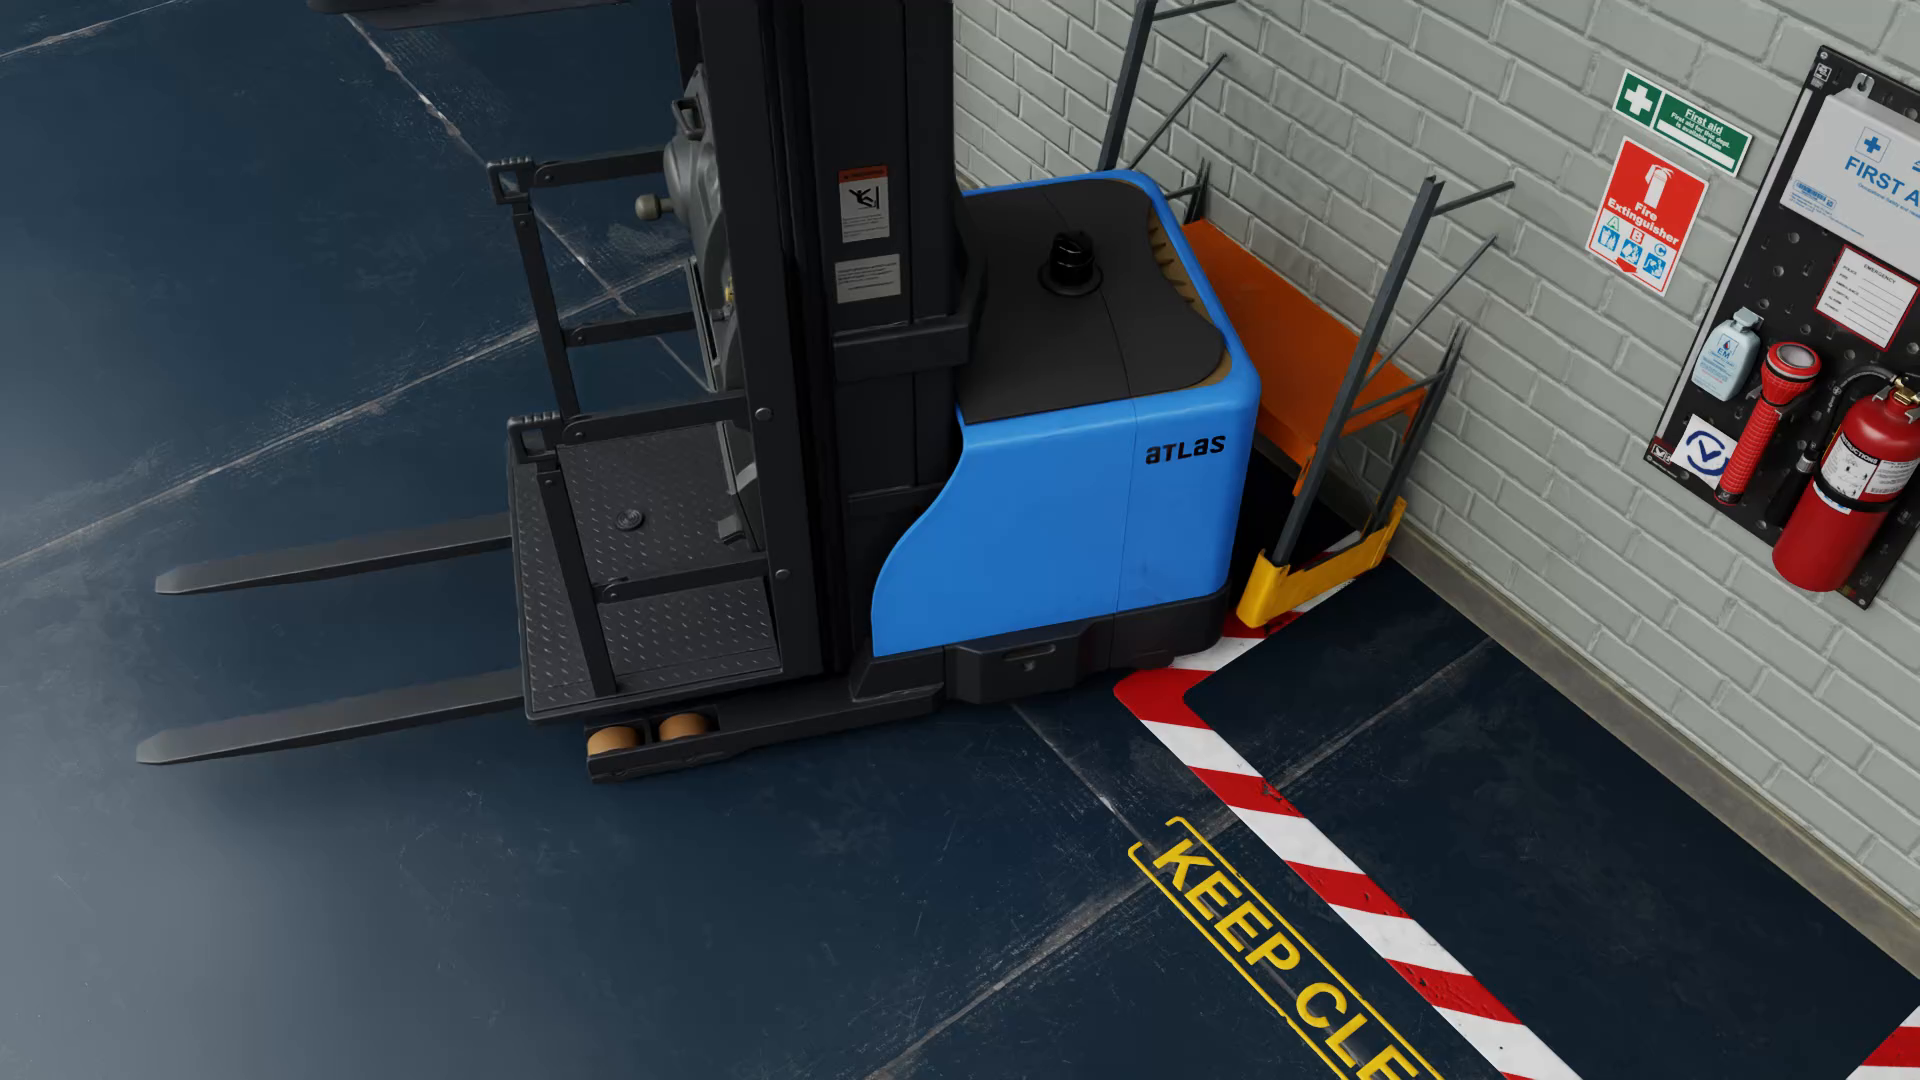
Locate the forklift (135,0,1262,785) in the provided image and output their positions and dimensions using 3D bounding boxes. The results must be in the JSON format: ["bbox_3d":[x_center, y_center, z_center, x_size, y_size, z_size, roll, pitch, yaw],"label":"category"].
[{"bbox_3d":[-0.794,-0.745,3.947,3.031,2.935,1.130,-10,49,-9],"label":"forklift"}]

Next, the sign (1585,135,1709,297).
[{"bbox_3d":[1.598,-0.753,3.884,0.001,0.329,0.234,-29,54,-24],"label":"sign"}]

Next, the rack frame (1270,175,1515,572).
[{"bbox_3d":[1.179,-0.389,4.539,0.500,1.500,0.032,-23,54,-31],"label":"rack frame"}]

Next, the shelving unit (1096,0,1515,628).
[{"bbox_3d":[0.882,-0.700,4.793,0.587,1.500,1.083,-23,54,-31],"label":"shelving unit"}]

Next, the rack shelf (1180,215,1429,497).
[{"bbox_3d":[0.849,-0.578,4.921,0.538,0.185,1.000,-23,54,-31],"label":"rack shelf"}]

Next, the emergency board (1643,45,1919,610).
[{"bbox_3d":[1.851,-0.369,3.560,0.194,1.169,0.643,-29,54,-24],"label":"emergency board"}]

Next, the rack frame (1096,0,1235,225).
[{"bbox_3d":[0.574,-1.022,5.055,0.500,1.500,0.032,-23,54,-31],"label":"rack frame"}]

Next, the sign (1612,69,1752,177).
[{"bbox_3d":[1.594,-0.925,3.682,0.001,0.109,0.331,-29,54,-24],"label":"sign"}]

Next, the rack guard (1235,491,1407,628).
[{"bbox_3d":[1.082,0.053,4.970,0.587,0.250,0.087,-23,54,-31],"label":"rack guard"}]

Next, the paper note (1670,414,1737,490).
[{"bbox_3d":[1.799,-0.209,4.009,0.016,0.148,0.142,-29,54,-24],"label":"paper note"}]
